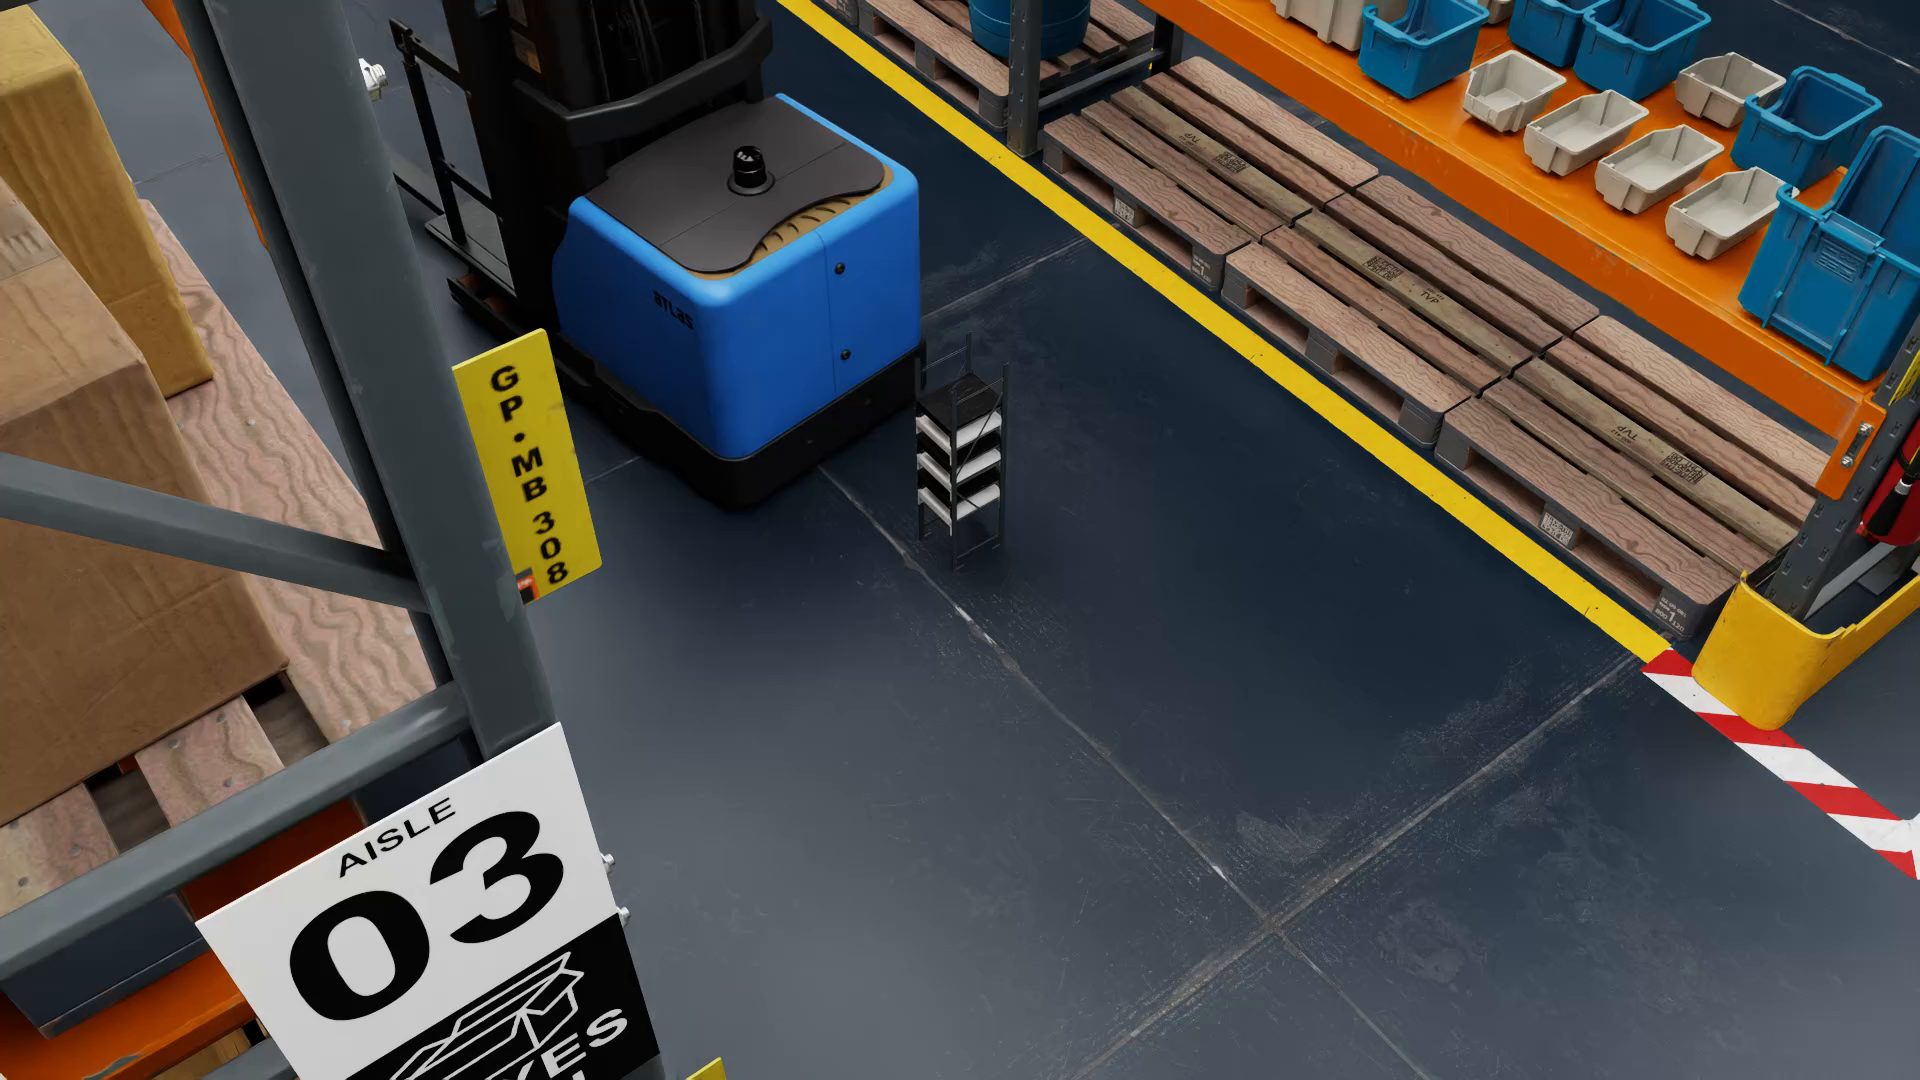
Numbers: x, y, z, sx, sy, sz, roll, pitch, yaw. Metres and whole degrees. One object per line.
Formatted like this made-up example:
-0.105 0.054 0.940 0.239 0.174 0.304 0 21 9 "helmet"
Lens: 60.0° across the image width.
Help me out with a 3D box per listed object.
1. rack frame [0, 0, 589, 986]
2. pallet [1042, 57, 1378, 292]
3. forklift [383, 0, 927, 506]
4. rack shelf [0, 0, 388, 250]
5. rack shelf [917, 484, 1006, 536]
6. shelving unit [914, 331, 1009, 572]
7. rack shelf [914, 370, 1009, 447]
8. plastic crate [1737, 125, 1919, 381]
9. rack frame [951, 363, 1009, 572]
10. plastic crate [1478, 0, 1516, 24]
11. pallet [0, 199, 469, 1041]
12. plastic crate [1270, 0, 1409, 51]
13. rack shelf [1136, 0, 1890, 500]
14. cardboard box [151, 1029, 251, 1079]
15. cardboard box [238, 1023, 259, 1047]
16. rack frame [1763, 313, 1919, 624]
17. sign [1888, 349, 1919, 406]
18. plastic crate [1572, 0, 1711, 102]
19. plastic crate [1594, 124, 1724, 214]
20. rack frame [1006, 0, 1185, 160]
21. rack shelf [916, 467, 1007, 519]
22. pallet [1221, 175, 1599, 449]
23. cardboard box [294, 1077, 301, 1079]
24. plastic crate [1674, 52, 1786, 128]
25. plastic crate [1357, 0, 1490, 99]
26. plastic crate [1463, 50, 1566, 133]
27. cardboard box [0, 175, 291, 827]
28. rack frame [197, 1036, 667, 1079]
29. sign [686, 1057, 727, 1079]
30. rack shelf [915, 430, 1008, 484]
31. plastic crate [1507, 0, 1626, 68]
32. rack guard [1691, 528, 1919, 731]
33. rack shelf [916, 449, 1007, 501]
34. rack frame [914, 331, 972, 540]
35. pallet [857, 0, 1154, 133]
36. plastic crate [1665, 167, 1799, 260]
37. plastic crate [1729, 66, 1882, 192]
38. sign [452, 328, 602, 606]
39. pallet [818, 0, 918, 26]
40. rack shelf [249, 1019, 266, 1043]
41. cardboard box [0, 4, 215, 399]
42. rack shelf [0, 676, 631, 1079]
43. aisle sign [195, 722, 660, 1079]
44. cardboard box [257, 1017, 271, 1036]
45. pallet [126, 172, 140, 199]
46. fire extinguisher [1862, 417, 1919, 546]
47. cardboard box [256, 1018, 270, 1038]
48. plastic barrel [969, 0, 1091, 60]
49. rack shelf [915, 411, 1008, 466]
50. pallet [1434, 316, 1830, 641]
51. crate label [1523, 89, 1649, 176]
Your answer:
-0.863 -0.503 0.632 1.000 3.000 0.127 -29 54 -24 "rack frame"
1.133 -1.716 7.663 1.003 0.211 1.213 -29 54 -24 "pallet"
-1.531 -2.099 6.175 1.130 2.935 3.031 -36 57 -28 "forklift"
-2.074 -1.306 2.116 1.077 0.370 4.000 -29 54 -24 "rack shelf"
0.005 -0.154 6.070 0.258 0.077 0.200 -29 54 -24 "rack shelf"
0.005 -0.297 5.912 0.258 0.900 0.210 -29 54 -24 "shelving unit"
0.005 -0.456 5.737 0.258 0.077 0.200 -29 54 -24 "rack shelf"
2.728 -0.856 4.937 0.616 0.435 0.499 -29 54 -24 "plastic crate"
0.066 -0.237 5.858 0.240 0.900 0.006 -29 54 -24 "rack frame"
1.951 -2.108 6.274 0.293 0.136 0.466 -29 54 -24 "plastic crate"
-1.320 0.101 2.169 1.003 0.211 1.213 -29 54 -24 "pallet"
1.435 -2.066 6.138 0.437 0.282 0.530 -29 54 -24 "plastic crate"
1.868 -1.648 6.205 1.077 0.370 4.000 -29 54 -24 "rack shelf"
-1.367 1.041 2.676 0.500 0.500 0.500 -29 54 -24 "cardboard box"
-1.674 0.996 3.223 0.500 0.250 0.500 -30 55 -25 "cardboard box"
3.079 -0.710 4.869 1.000 3.000 0.127 -29 54 -24 "rack frame"
2.651 -0.508 4.576 0.100 0.325 0.005 -29 54 -24 "sign"
2.394 -1.743 5.878 0.416 0.233 0.300 -29 54 -24 "plastic crate"
2.277 -1.218 5.467 0.396 0.136 0.243 -29 54 -24 "plastic crate"
0.657 -3.068 7.007 1.000 3.000 0.127 -29 54 -24 "rack frame"
0.005 -0.215 6.004 0.258 0.077 0.200 -29 54 -24 "rack shelf"
1.876 -0.996 7.010 1.003 0.211 1.213 -29 54 -24 "pallet"
-0.939 1.058 3.166 0.500 0.250 0.500 -31 55 -25 "cardboard box"
2.652 -1.561 5.778 0.250 0.136 0.298 -29 54 -24 "plastic crate"
1.631 -1.770 5.902 0.416 0.233 0.300 -29 54 -24 "plastic crate"
1.895 -1.538 5.757 0.298 0.136 0.250 -29 54 -24 "plastic crate"
-1.220 0.014 1.770 0.700 0.500 0.500 -33 56 -26 "cardboard box"
-0.863 1.512 2.855 1.000 3.000 0.127 -29 54 -24 "rack frame"
-0.418 0.949 2.727 0.100 0.325 0.005 -29 54 -24 "sign"
0.005 -0.336 5.870 0.258 0.077 0.200 -29 54 -24 "rack shelf"
2.213 -1.920 6.039 0.416 0.233 0.300 -29 54 -24 "plastic crate"
3.104 0.138 5.787 1.175 0.500 0.348 -29 54 -24 "rack guard"
0.005 -0.275 5.937 0.258 0.077 0.200 -29 54 -24 "rack shelf"
-0.057 -0.357 5.967 0.240 0.900 0.006 -29 54 -24 "rack frame"
0.223 -2.605 8.470 1.003 0.211 1.213 -29 54 -24 "pallet"
2.441 -1.041 5.307 0.396 0.136 0.243 -29 54 -24 "plastic crate"
2.793 -1.355 5.526 0.416 0.233 0.300 -29 54 -24 "plastic crate"
-0.418 -0.061 1.613 0.100 0.325 0.005 -29 54 -24 "sign"
-0.520 -3.325 9.122 1.003 0.211 1.213 -29 54 -24 "pallet"
-2.074 0.574 4.190 1.077 0.370 4.000 -29 54 -24 "rack shelf"
-1.465 -0.372 2.120 0.700 0.500 0.500 -31 55 -25 "cardboard box"
-2.074 -0.433 3.079 1.077 0.370 4.000 -29 54 -24 "rack shelf"
-0.581 0.547 1.975 0.394 0.787 0.004 -29 54 -24 "aisle sign"
-1.241 0.512 3.156 0.500 0.500 0.500 -31 55 -25 "cardboard box"
-2.063 -0.618 2.821 1.003 0.211 1.213 -29 54 -24 "pallet"
2.809 -0.266 4.770 0.296 0.674 0.183 -29 54 -24 "fire extinguisher"
-1.259 0.755 3.442 0.500 0.250 0.500 -30 54 -24 "cardboard box"
0.341 -2.833 7.927 0.600 0.901 0.708 -29 54 -24 "plastic barrel"
0.005 -0.396 5.804 0.258 0.077 0.200 -29 54 -24 "rack shelf"
2.611 -0.277 6.359 1.003 0.211 1.213 -29 54 -24 "pallet"
2.089 -1.372 5.606 0.396 0.136 0.243 -29 54 -24 "crate label"
